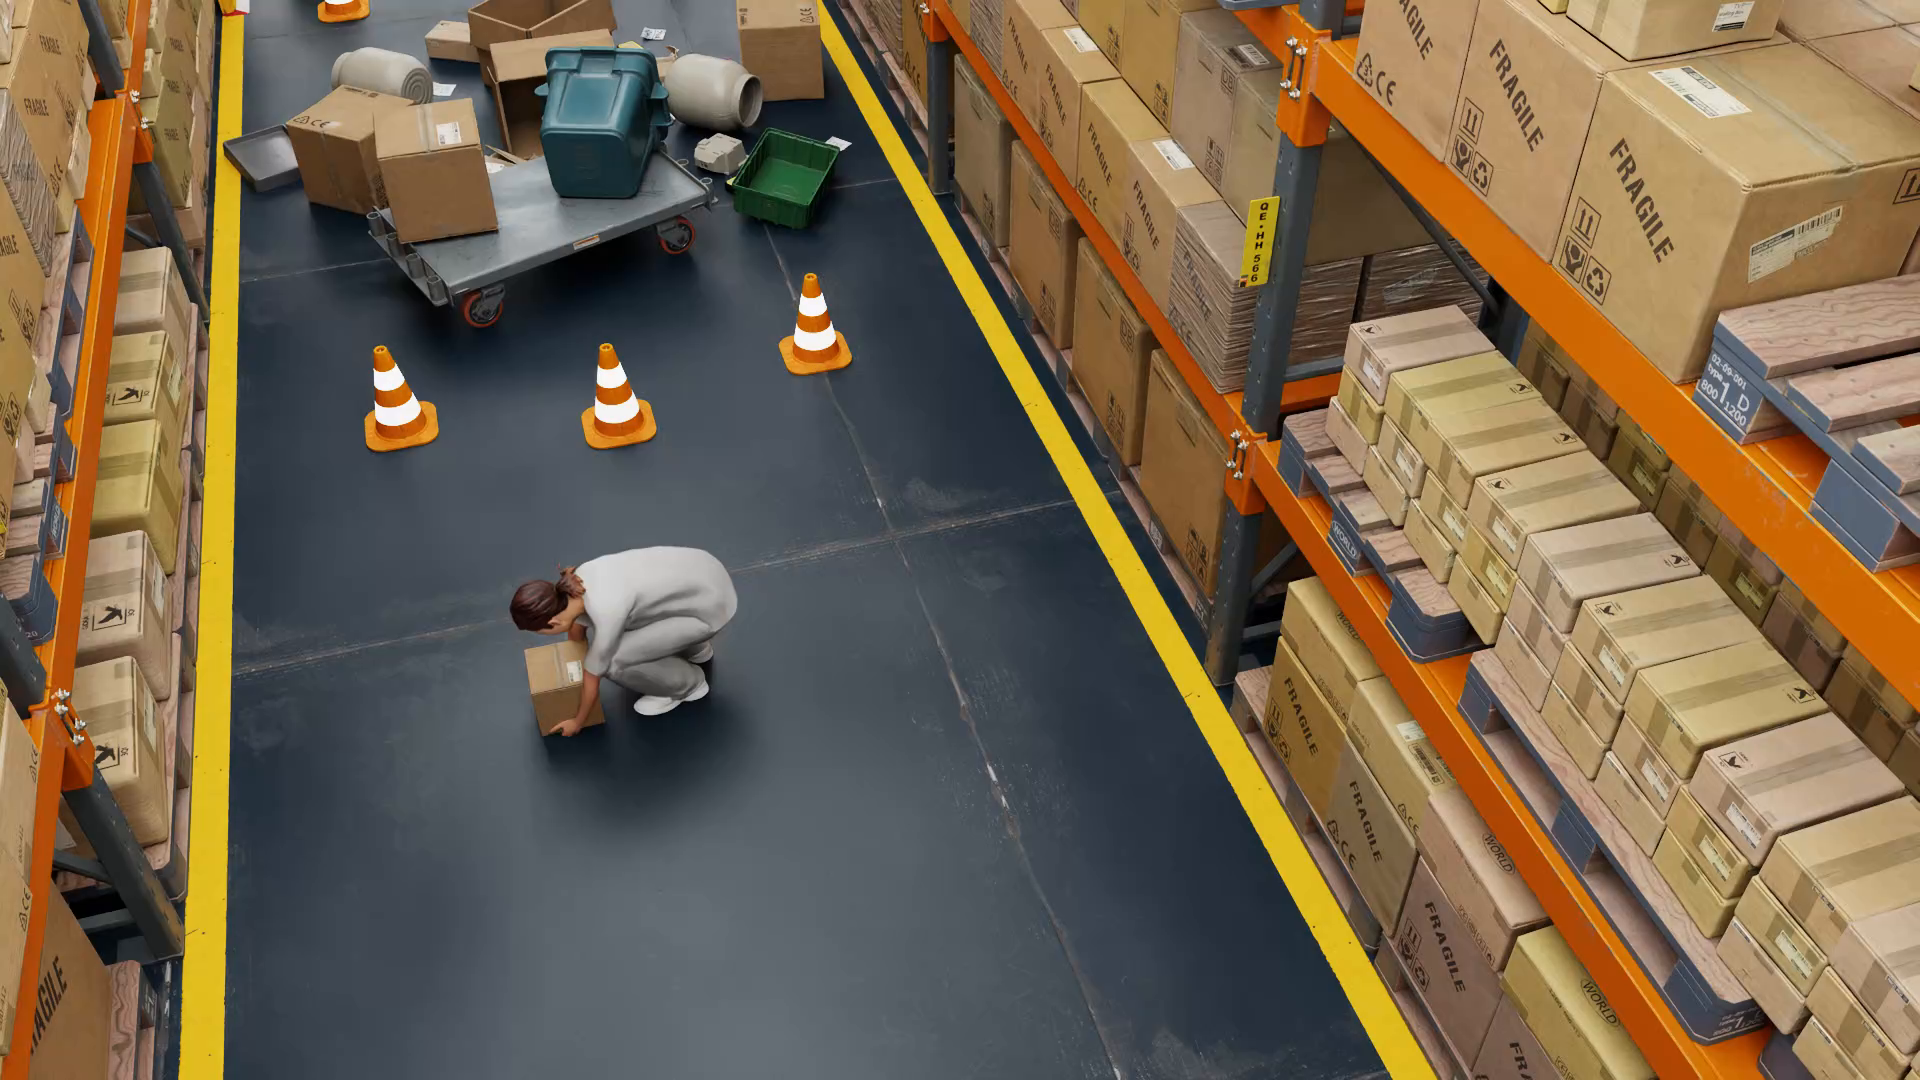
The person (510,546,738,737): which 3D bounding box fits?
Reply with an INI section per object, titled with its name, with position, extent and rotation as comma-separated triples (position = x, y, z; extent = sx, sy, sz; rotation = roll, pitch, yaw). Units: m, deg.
[person]
position = -1.287, 0.347, 6.496
extent = 0.848, 0.793, 0.456
rotation = -13, 44, -14
